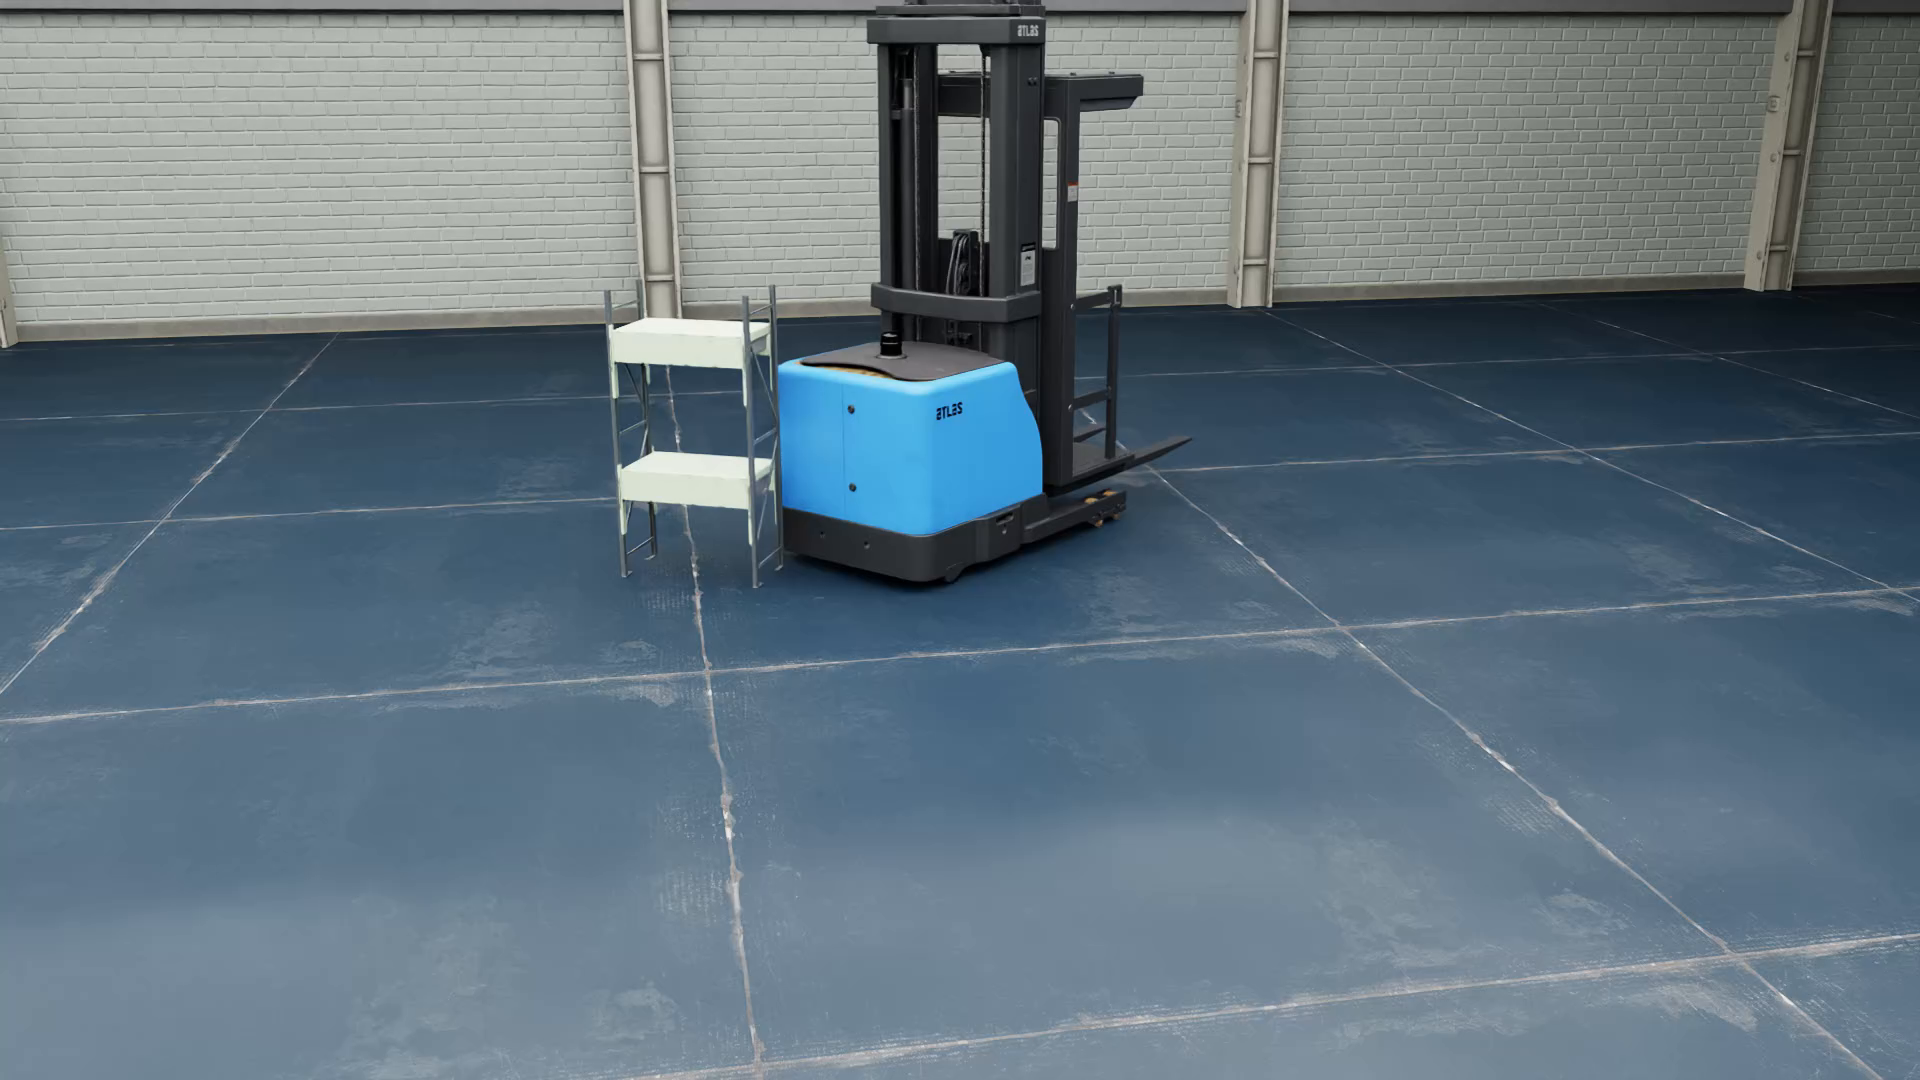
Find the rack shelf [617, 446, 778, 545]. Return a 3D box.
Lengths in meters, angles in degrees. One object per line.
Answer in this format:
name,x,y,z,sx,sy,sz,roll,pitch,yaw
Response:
rack shelf,-1.349,-0.237,8.639,0.720,0.370,0.431,4,18,14

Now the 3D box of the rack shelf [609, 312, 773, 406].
rack shelf,-1.349,-0.922,8.429,0.720,0.370,0.431,4,18,14

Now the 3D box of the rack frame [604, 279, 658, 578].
rack frame,-1.703,-0.576,8.633,0.023,1.500,0.400,4,18,14

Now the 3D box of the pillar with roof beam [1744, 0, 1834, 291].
pillar with roof beam,9.705,-5.829,12.964,0.400,9.000,9.100,-3,17,-10

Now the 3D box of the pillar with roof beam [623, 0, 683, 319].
pillar with roof beam,-2.077,-5.161,10.788,0.400,9.000,9.100,-3,17,-10

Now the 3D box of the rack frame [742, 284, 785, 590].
rack frame,-0.995,-0.521,8.454,0.023,1.500,0.400,4,18,14

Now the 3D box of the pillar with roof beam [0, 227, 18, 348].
pillar with roof beam,-7.968,-4.827,9.700,0.400,9.000,9.100,-3,17,-10

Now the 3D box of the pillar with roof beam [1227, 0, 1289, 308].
pillar with roof beam,3.814,-5.495,11.876,0.400,9.000,9.100,-3,17,-10

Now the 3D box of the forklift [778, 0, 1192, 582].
forklift,0.316,-1.556,9.386,1.130,2.935,3.031,13,21,35

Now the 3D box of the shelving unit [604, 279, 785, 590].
shelving unit,-1.349,-0.549,8.543,0.755,1.500,0.431,4,18,14
